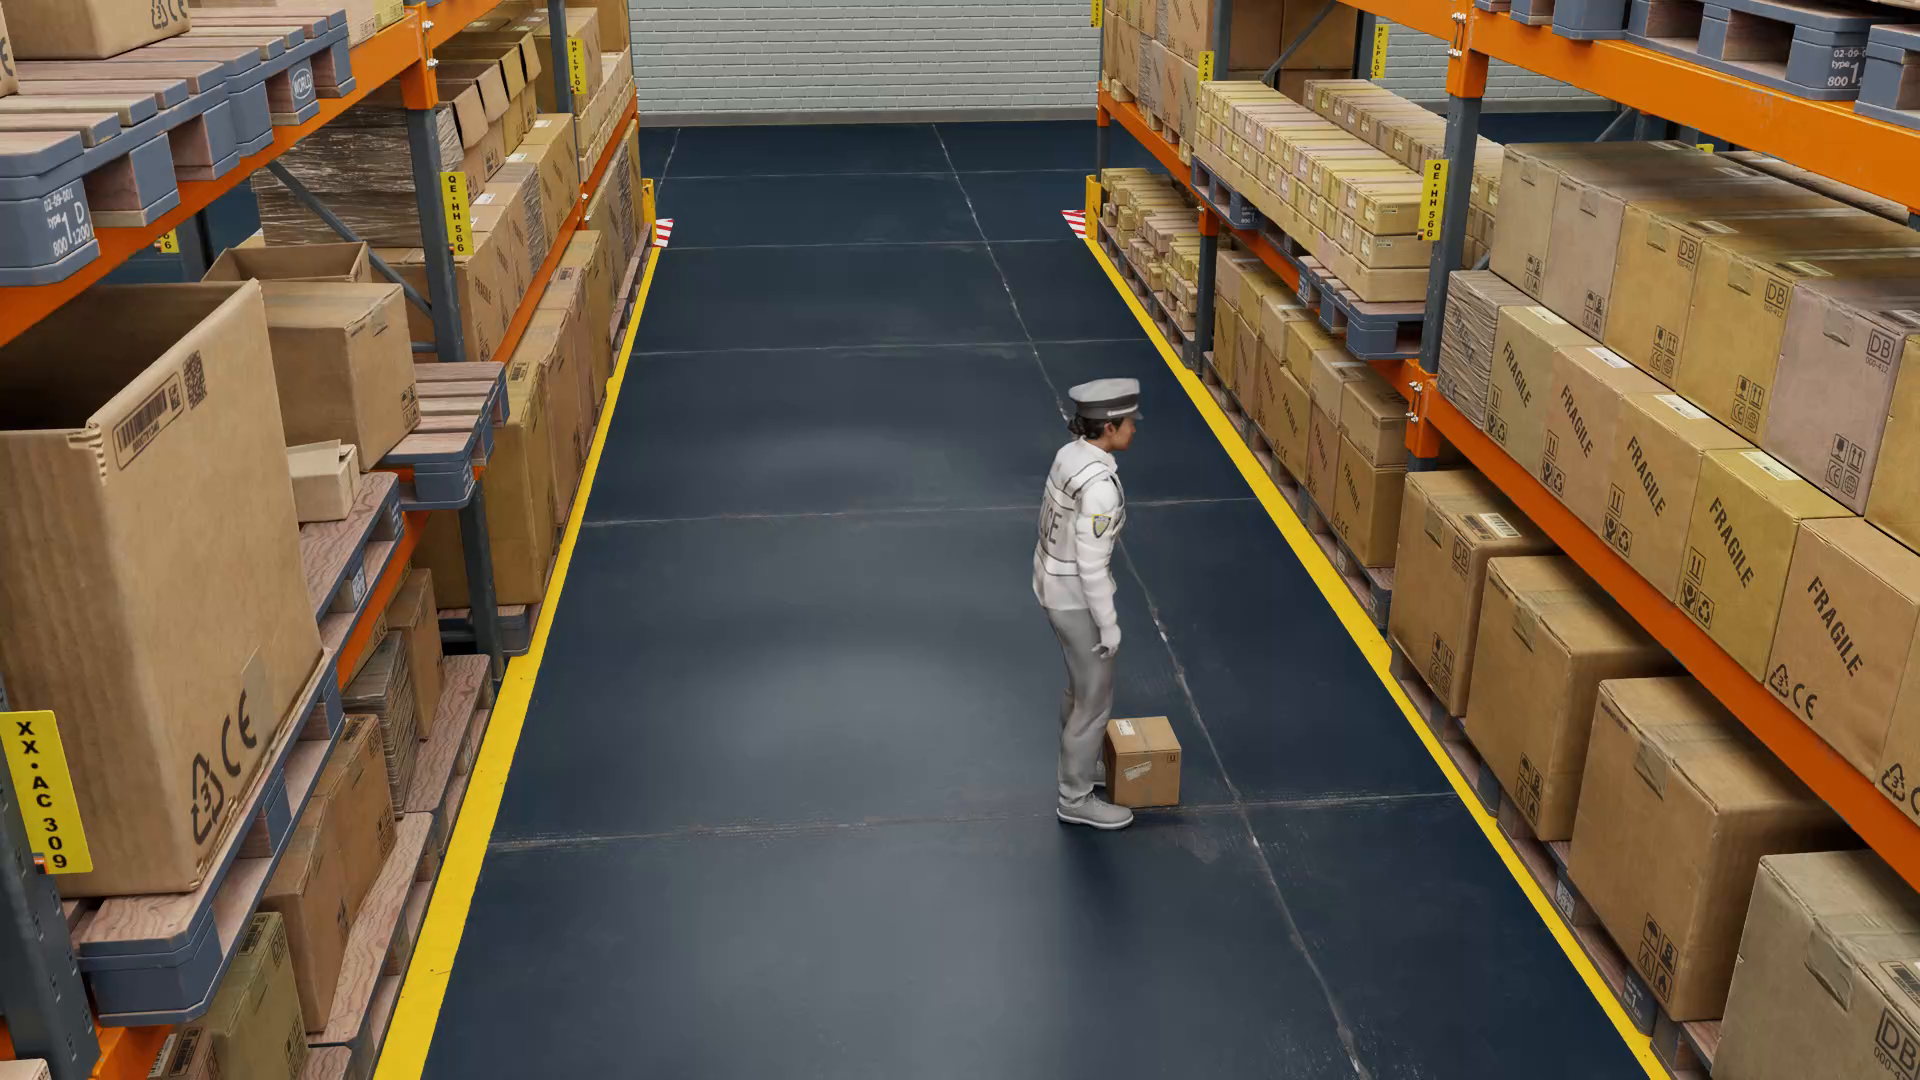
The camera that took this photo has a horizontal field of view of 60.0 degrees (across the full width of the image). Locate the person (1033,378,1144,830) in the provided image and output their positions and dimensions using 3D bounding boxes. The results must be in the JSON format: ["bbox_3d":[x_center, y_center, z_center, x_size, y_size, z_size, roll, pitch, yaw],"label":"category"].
[{"bbox_3d":[0.477,0.219,6.101,0.405,1.663,0.540,-3,24,-7],"label":"person"}]
